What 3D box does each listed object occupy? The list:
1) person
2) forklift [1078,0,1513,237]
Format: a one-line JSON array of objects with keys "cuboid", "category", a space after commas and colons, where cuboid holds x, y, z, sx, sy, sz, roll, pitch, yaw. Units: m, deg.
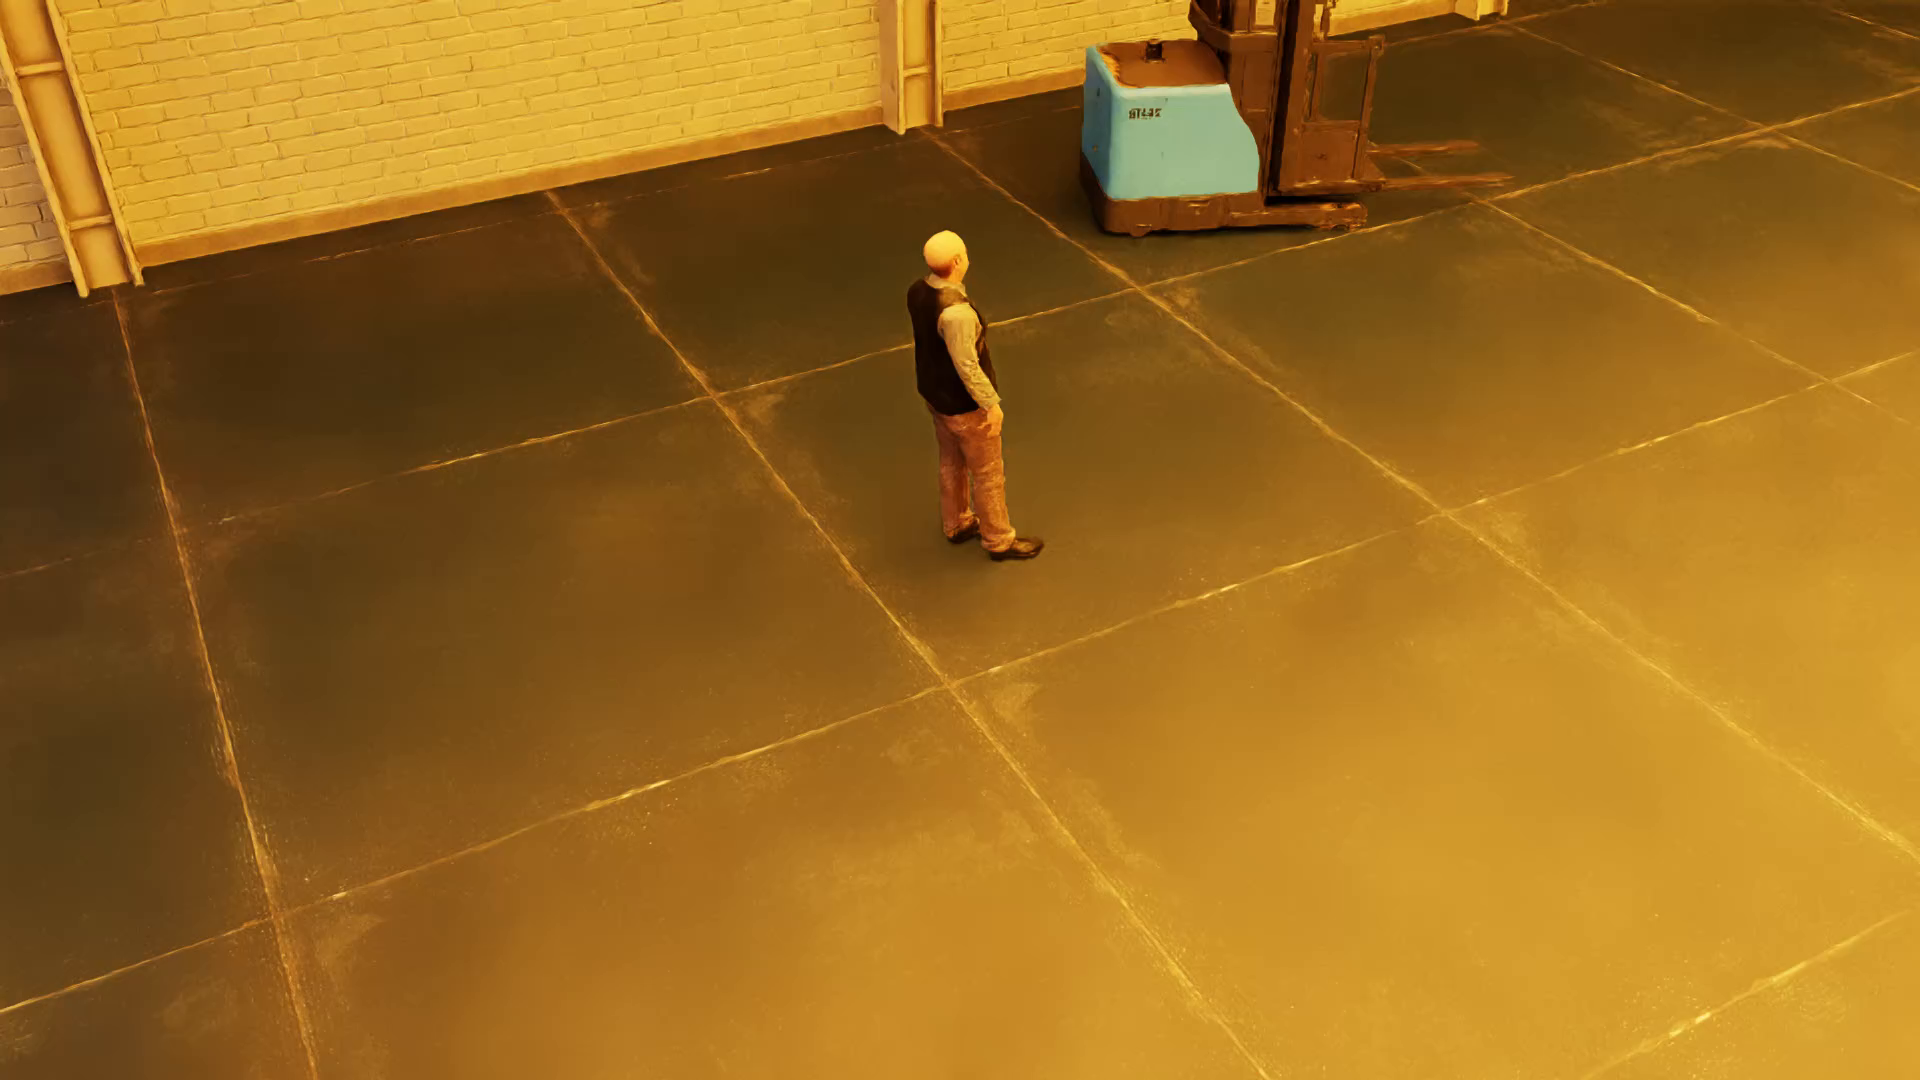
[{"cuboid": [0.059, -0.722, 8.179, 0.567, 1.720, 0.632, -17, 39, -23], "category": "person"}, {"cuboid": [2.437, -3.696, 11.352, 3.031, 2.935, 1.130, -5, 36, -7], "category": "forklift"}]
